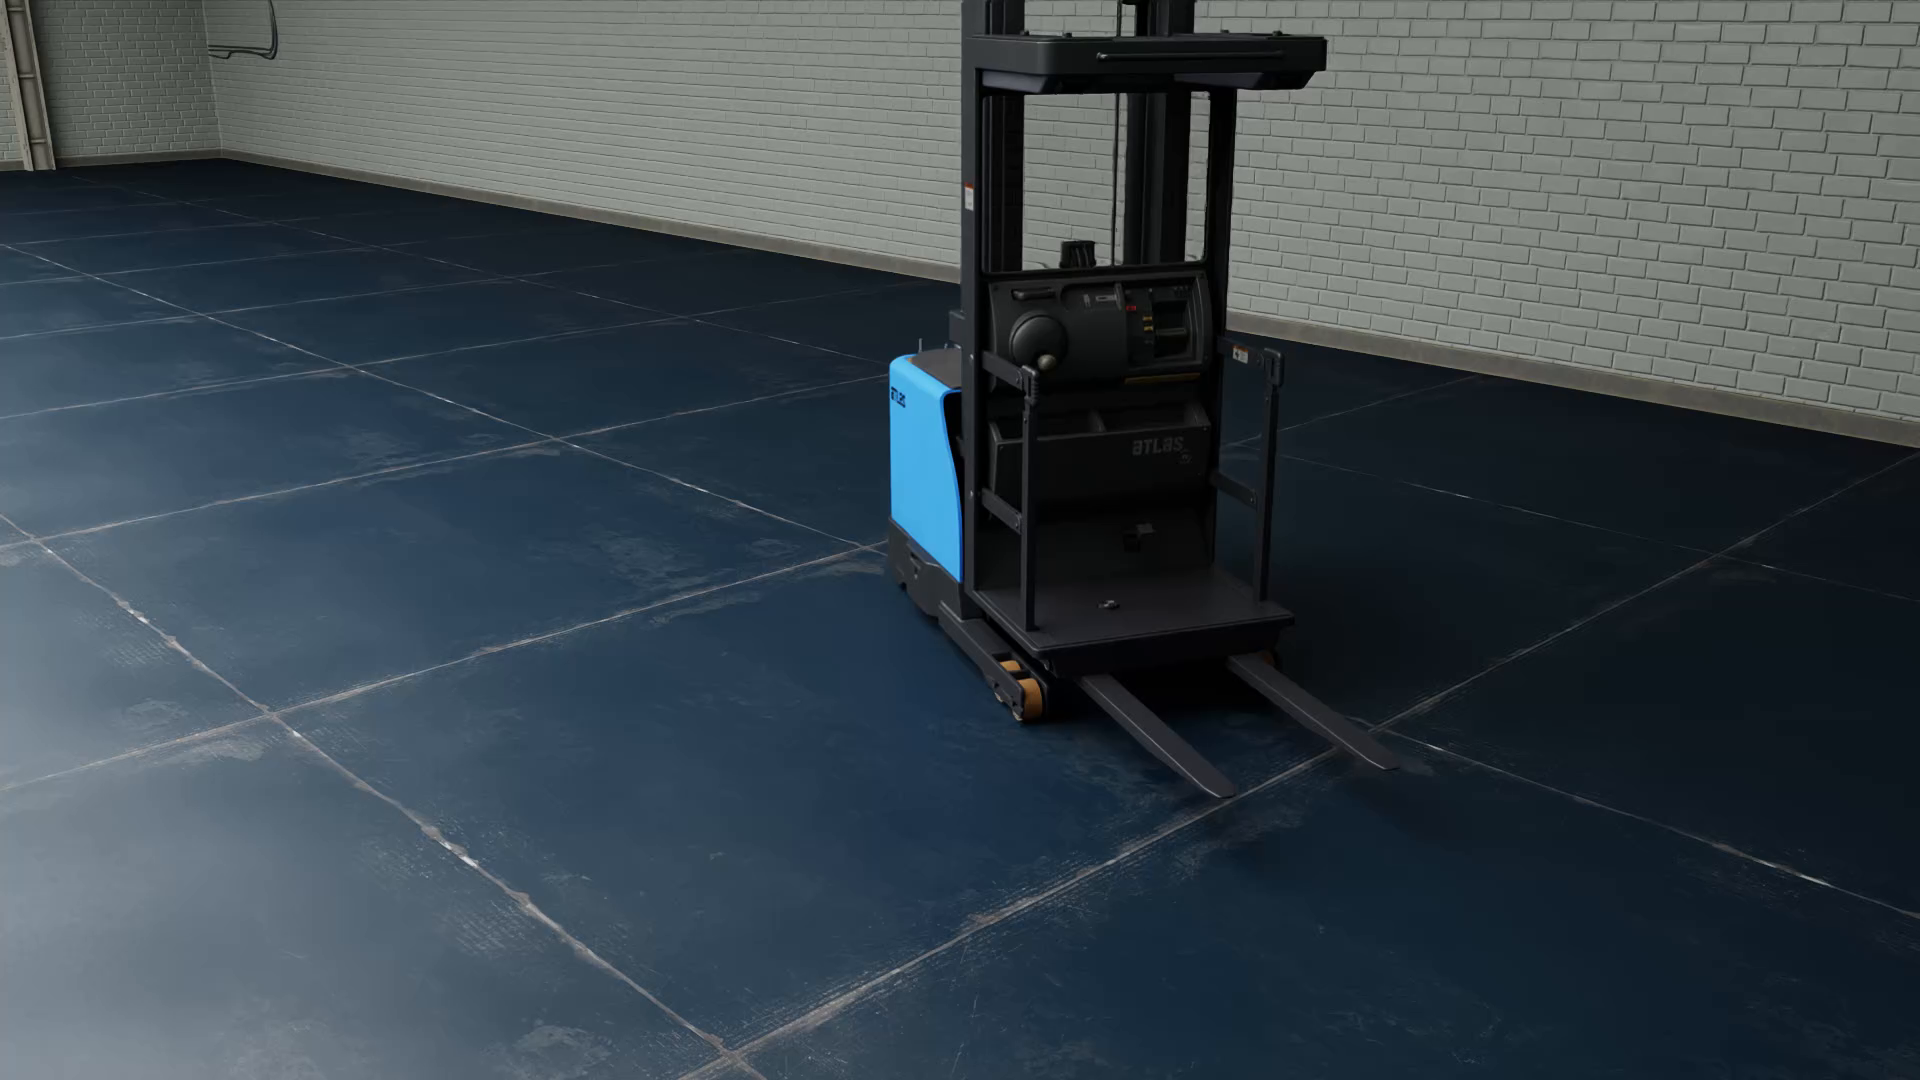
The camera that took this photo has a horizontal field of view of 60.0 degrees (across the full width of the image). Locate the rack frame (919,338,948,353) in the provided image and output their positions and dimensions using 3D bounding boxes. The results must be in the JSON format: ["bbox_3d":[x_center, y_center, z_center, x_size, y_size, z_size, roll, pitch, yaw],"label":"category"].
[{"bbox_3d":[-0.128,-0.462,8.208,0.008,1.050,0.200,-16,24,-41],"label":"rack frame"}]

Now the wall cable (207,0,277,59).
[{"bbox_3d":[-11.960,-9.180,27.242,0.112,2.526,3.097,-16,24,-41],"label":"wall cable"}]

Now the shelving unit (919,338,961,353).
[{"bbox_3d":[-0.039,-0.488,8.288,0.252,1.050,0.215,-16,24,-41],"label":"shelving unit"}]

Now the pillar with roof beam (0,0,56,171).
[{"bbox_3d":[-12.051,-9.364,22.776,0.400,9.000,9.100,-16,24,-41],"label":"pillar with roof beam"}]

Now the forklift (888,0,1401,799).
[{"bbox_3d":[0.631,-0.842,6.331,1.130,2.935,3.031,-6,19,-18],"label":"forklift"}]

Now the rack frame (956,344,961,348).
[{"bbox_3d":[0.050,-0.514,8.368,0.008,1.050,0.200,-16,24,-41],"label":"rack frame"}]
